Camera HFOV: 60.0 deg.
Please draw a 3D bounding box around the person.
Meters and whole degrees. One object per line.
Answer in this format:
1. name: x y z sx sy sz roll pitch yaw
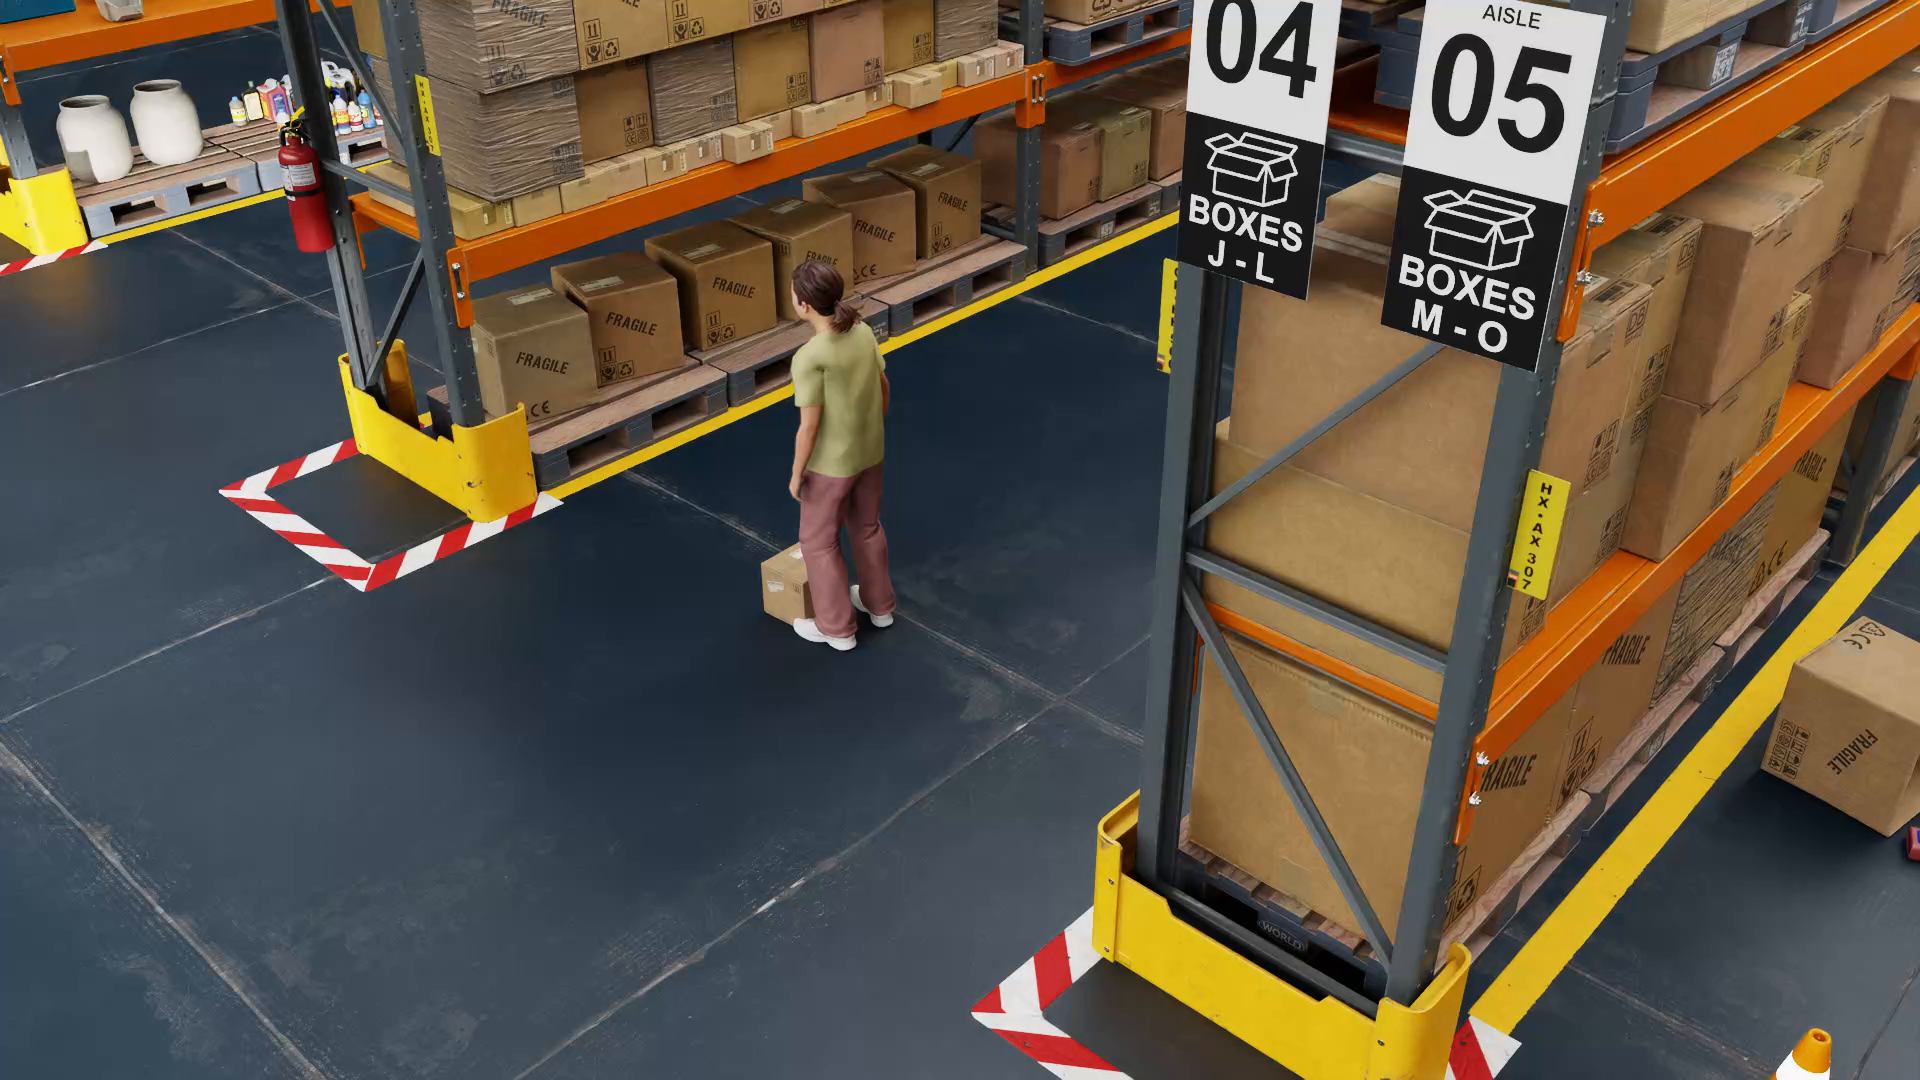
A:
1. person: -0.492 -0.326 6.669 0.359 1.673 0.516 24 39 33
